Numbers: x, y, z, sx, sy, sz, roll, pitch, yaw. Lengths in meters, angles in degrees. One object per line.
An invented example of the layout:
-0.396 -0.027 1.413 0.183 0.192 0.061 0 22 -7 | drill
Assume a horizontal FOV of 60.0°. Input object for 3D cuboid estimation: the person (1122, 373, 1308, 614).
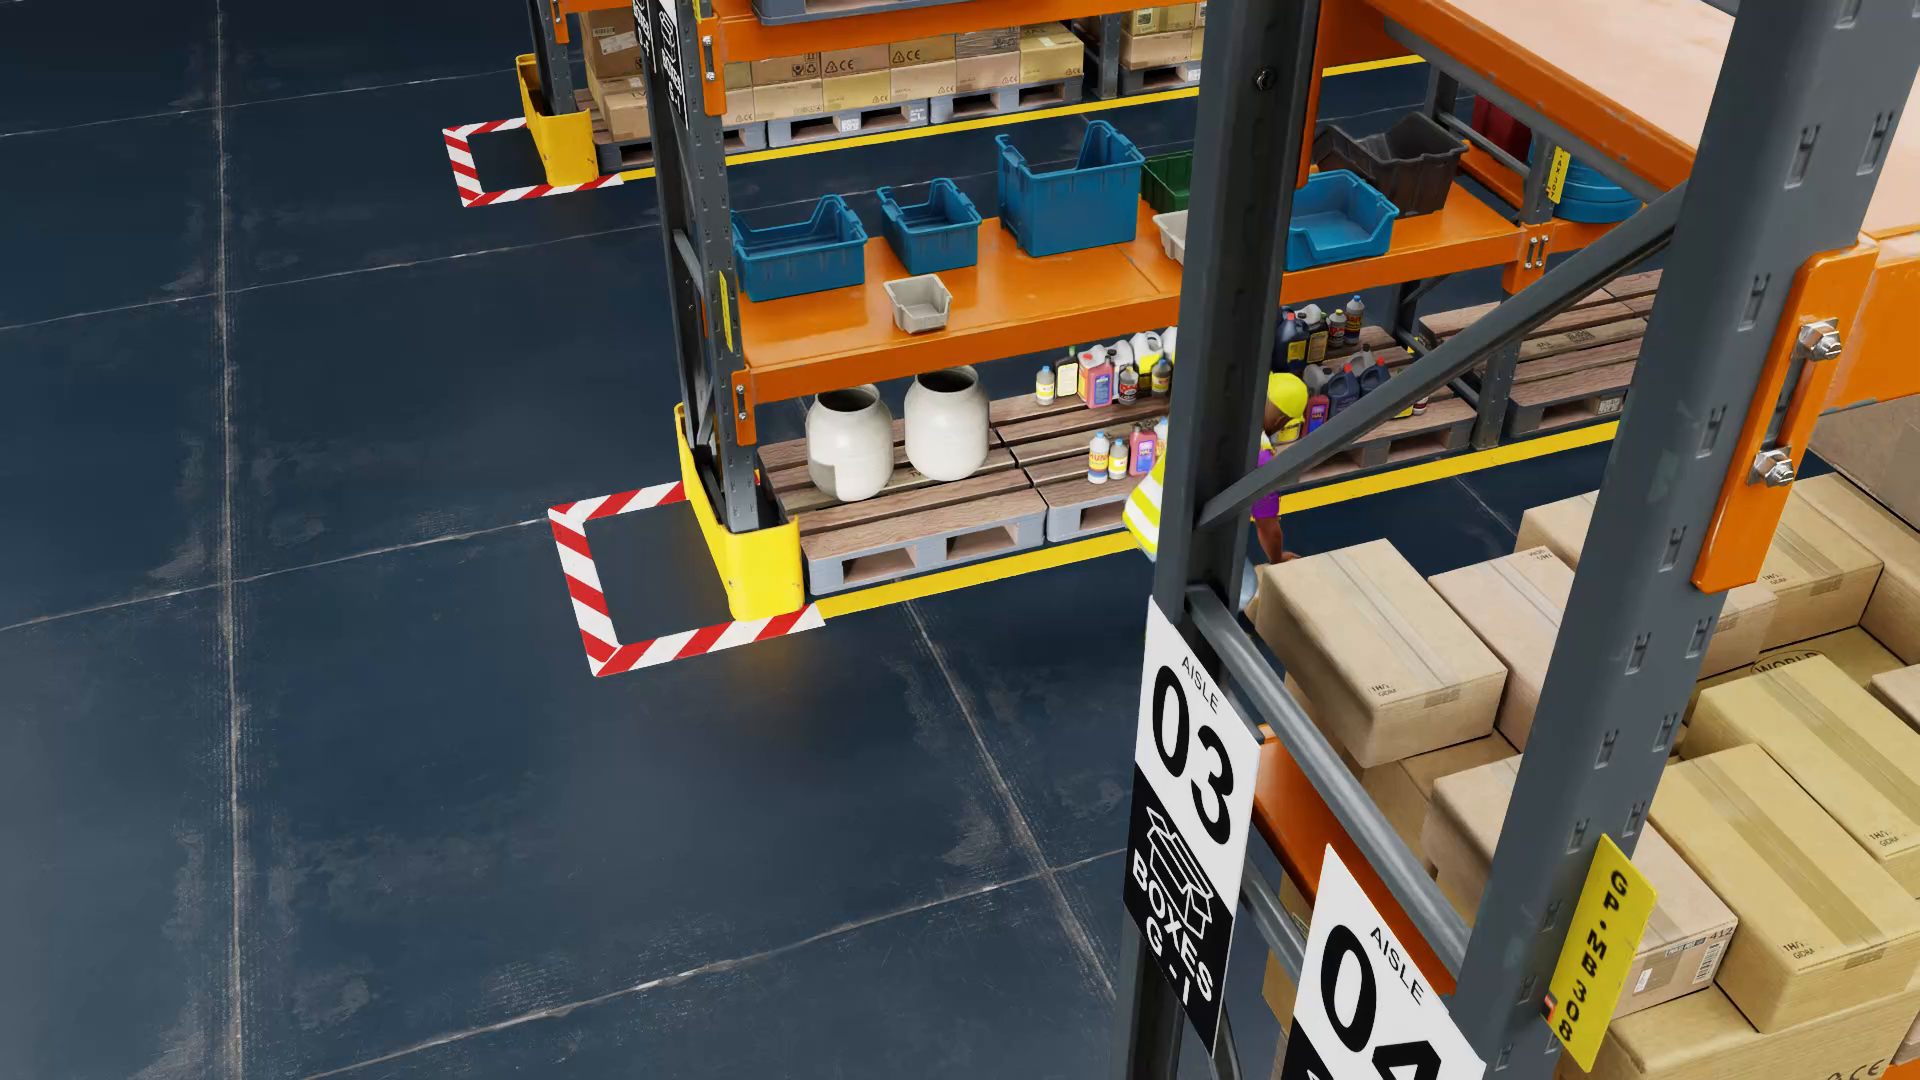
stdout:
1.091 -0.097 7.240 0.792 1.343 0.631 -12 39 -16 | person
